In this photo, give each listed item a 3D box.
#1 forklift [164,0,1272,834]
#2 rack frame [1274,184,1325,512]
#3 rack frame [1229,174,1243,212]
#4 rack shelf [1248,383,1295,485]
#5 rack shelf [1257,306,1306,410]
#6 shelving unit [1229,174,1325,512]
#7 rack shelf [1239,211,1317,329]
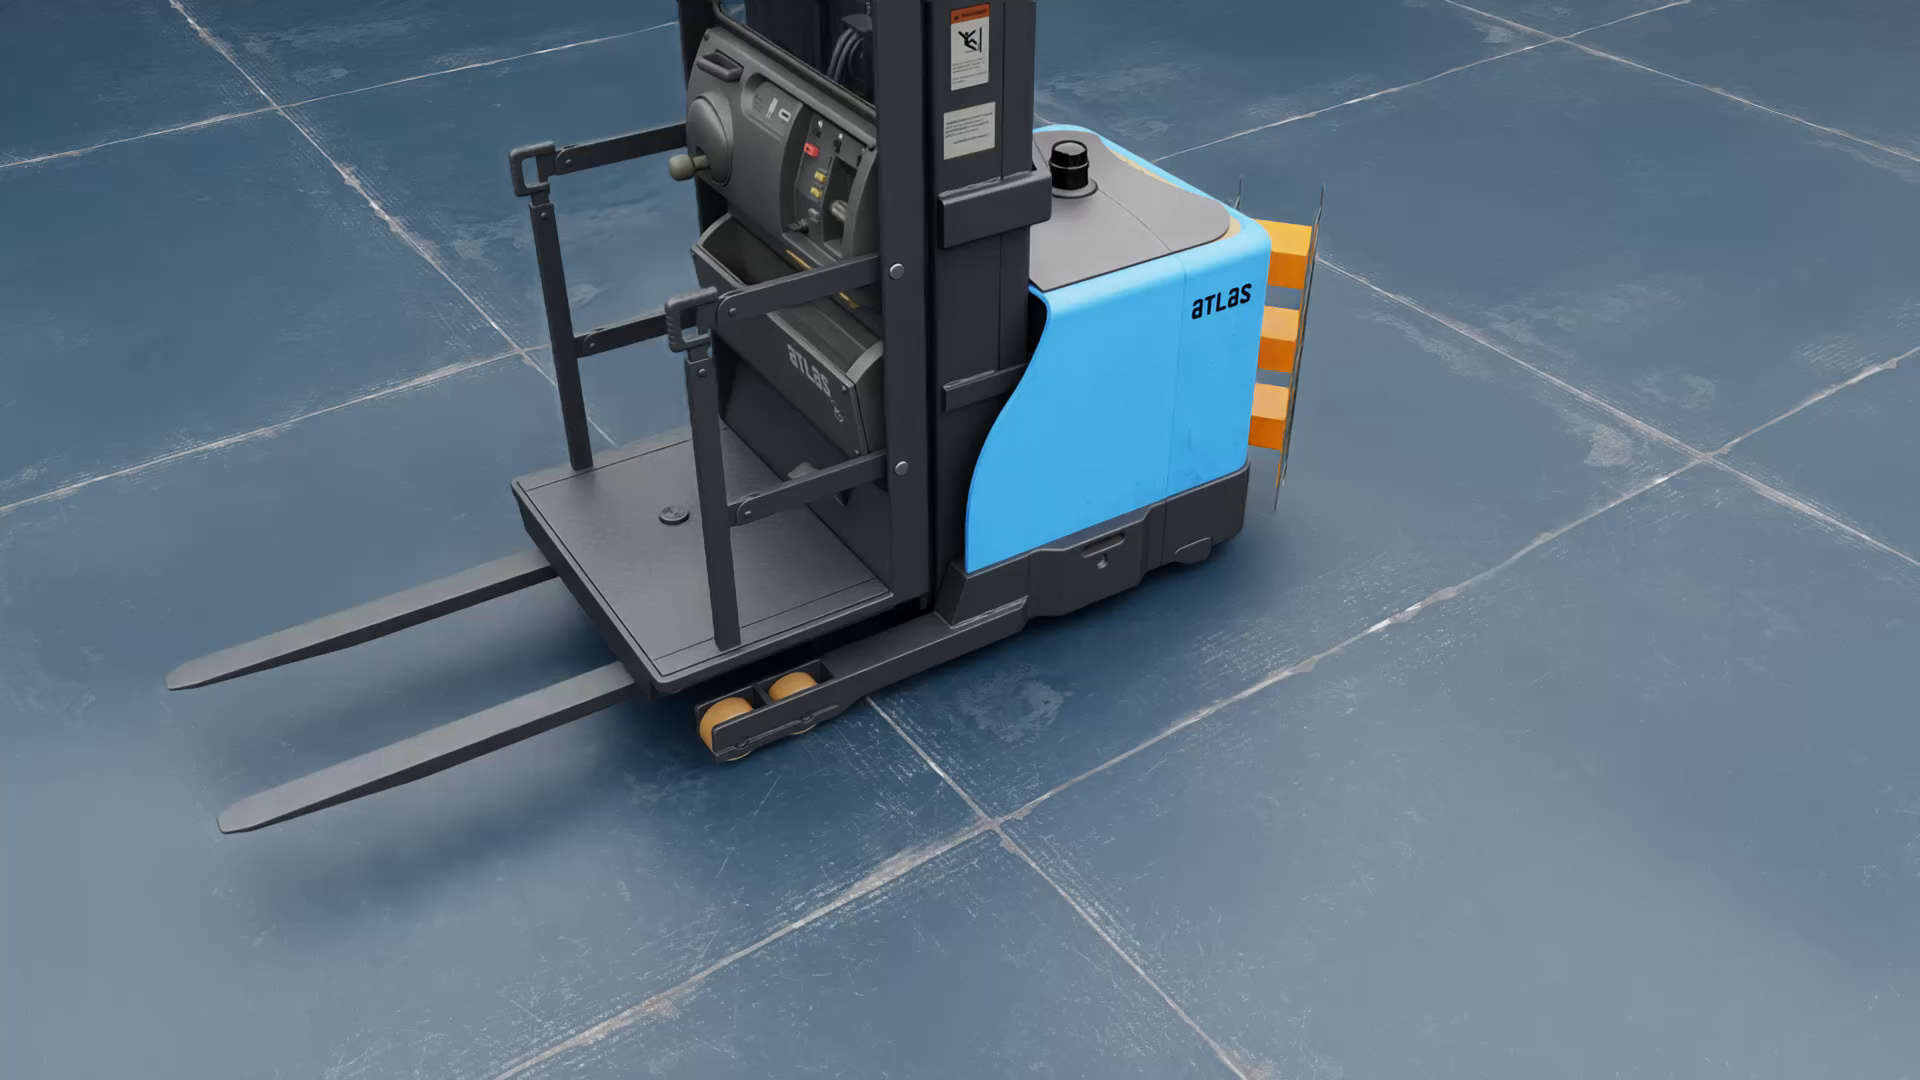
[{"bbox_3d":[-0.634,-0.956,4.069,3.031,2.935,1.130,-20,40,-26],"label":"forklift"},{"bbox_3d":[1.047,-0.571,5.145,0.008,1.050,0.200,10,37,14],"label":"rack frame"},{"bbox_3d":[0.814,-0.614,5.204,0.008,1.050,0.200,10,37,14],"label":"rack frame"},{"bbox_3d":[0.931,-0.358,5.343,0.240,0.259,0.215,10,37,14],"label":"rack shelf"},{"bbox_3d":[0.931,-0.584,5.181,0.240,0.259,0.215,10,37,14],"label":"rack shelf"},{"bbox_3d":[0.931,-0.593,5.175,0.252,1.050,0.215,10,37,14],"label":"shelving unit"},{"bbox_3d":[0.931,-0.814,5.015,0.240,0.259,0.215,10,37,14],"label":"rack shelf"}]
